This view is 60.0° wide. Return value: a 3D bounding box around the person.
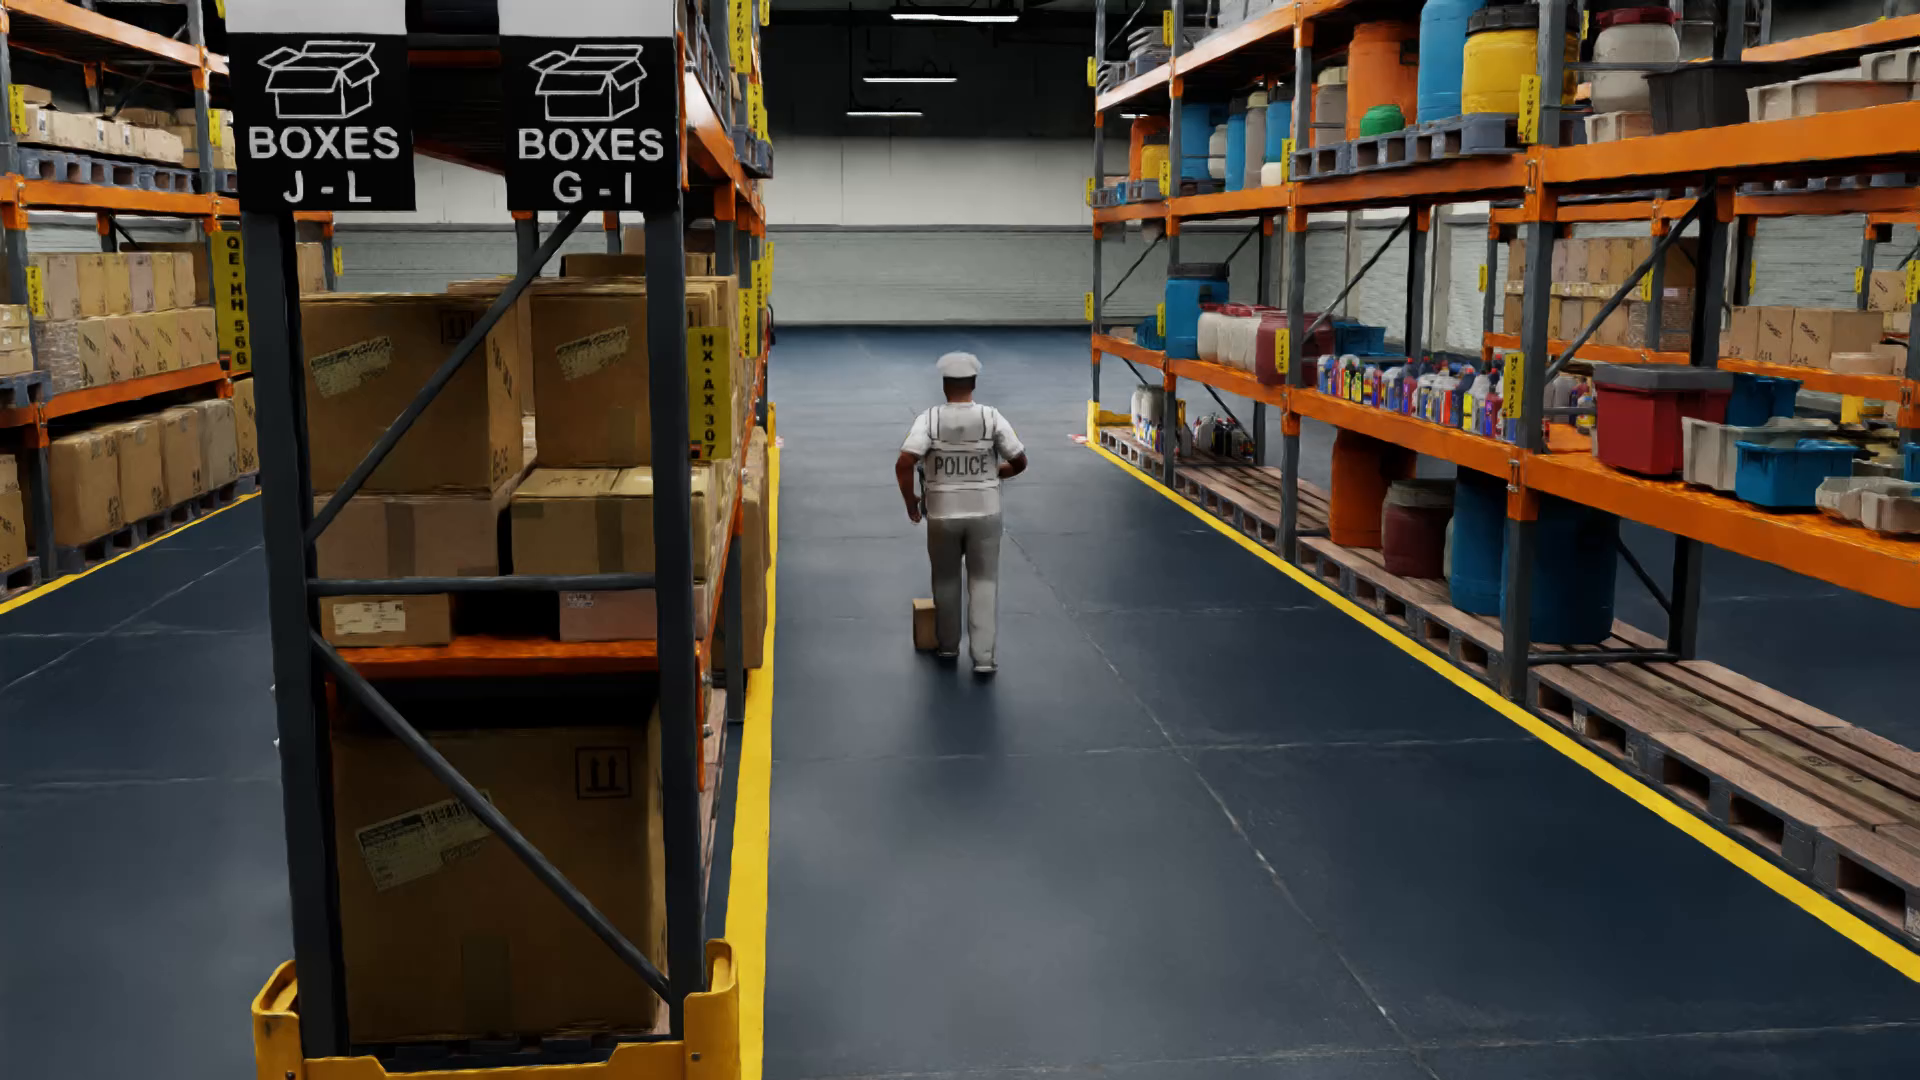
[{"bbox_3d":[0.005,-0.162,9.225,0.710,1.781,0.750,0,10,-1],"label":"person"}]
